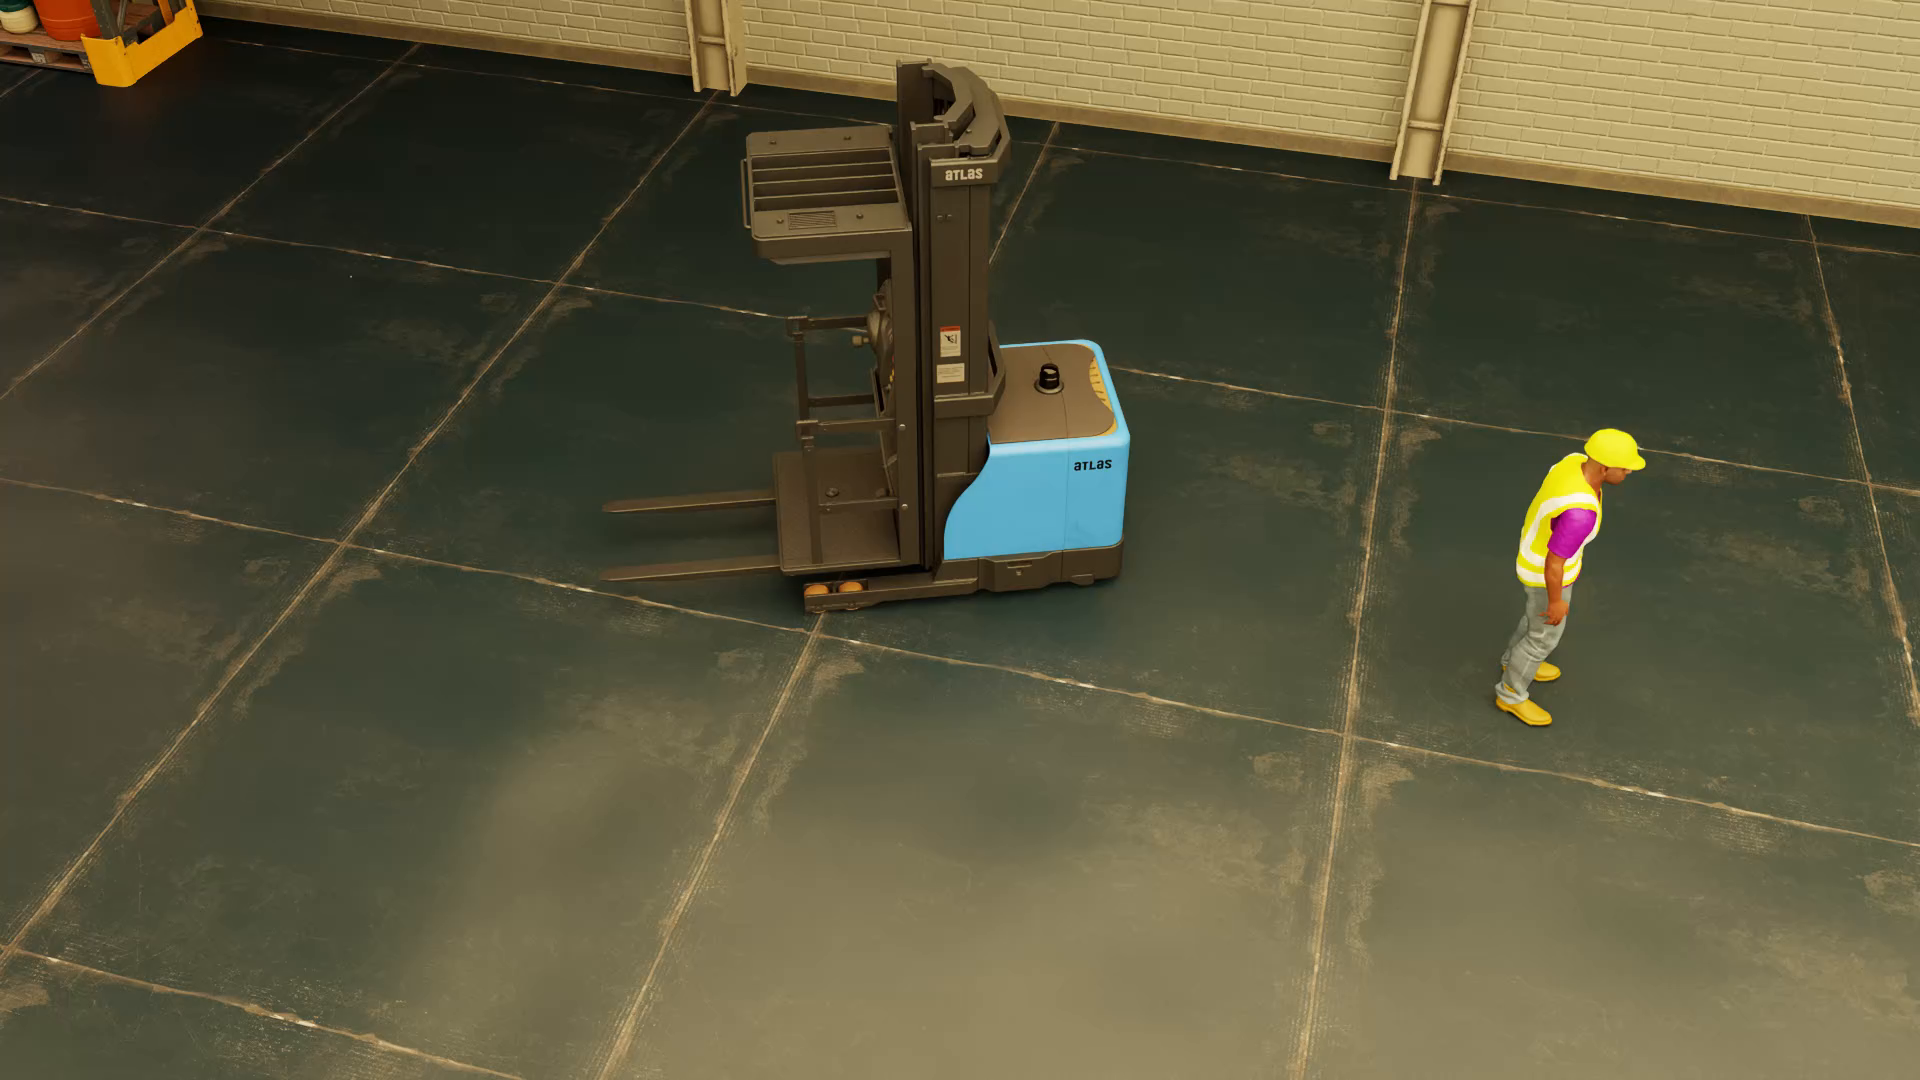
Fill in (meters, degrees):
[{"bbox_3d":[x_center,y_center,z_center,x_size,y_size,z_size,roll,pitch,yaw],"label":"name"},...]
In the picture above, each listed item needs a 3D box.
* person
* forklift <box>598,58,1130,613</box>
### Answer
[{"bbox_3d":[3.097,0.146,8.587,0.461,1.759,0.628,14,43,15],"label":"person"},{"bbox_3d":[-0.604,-1.052,9.062,3.031,2.935,1.130,-5,41,-5],"label":"forklift"}]
